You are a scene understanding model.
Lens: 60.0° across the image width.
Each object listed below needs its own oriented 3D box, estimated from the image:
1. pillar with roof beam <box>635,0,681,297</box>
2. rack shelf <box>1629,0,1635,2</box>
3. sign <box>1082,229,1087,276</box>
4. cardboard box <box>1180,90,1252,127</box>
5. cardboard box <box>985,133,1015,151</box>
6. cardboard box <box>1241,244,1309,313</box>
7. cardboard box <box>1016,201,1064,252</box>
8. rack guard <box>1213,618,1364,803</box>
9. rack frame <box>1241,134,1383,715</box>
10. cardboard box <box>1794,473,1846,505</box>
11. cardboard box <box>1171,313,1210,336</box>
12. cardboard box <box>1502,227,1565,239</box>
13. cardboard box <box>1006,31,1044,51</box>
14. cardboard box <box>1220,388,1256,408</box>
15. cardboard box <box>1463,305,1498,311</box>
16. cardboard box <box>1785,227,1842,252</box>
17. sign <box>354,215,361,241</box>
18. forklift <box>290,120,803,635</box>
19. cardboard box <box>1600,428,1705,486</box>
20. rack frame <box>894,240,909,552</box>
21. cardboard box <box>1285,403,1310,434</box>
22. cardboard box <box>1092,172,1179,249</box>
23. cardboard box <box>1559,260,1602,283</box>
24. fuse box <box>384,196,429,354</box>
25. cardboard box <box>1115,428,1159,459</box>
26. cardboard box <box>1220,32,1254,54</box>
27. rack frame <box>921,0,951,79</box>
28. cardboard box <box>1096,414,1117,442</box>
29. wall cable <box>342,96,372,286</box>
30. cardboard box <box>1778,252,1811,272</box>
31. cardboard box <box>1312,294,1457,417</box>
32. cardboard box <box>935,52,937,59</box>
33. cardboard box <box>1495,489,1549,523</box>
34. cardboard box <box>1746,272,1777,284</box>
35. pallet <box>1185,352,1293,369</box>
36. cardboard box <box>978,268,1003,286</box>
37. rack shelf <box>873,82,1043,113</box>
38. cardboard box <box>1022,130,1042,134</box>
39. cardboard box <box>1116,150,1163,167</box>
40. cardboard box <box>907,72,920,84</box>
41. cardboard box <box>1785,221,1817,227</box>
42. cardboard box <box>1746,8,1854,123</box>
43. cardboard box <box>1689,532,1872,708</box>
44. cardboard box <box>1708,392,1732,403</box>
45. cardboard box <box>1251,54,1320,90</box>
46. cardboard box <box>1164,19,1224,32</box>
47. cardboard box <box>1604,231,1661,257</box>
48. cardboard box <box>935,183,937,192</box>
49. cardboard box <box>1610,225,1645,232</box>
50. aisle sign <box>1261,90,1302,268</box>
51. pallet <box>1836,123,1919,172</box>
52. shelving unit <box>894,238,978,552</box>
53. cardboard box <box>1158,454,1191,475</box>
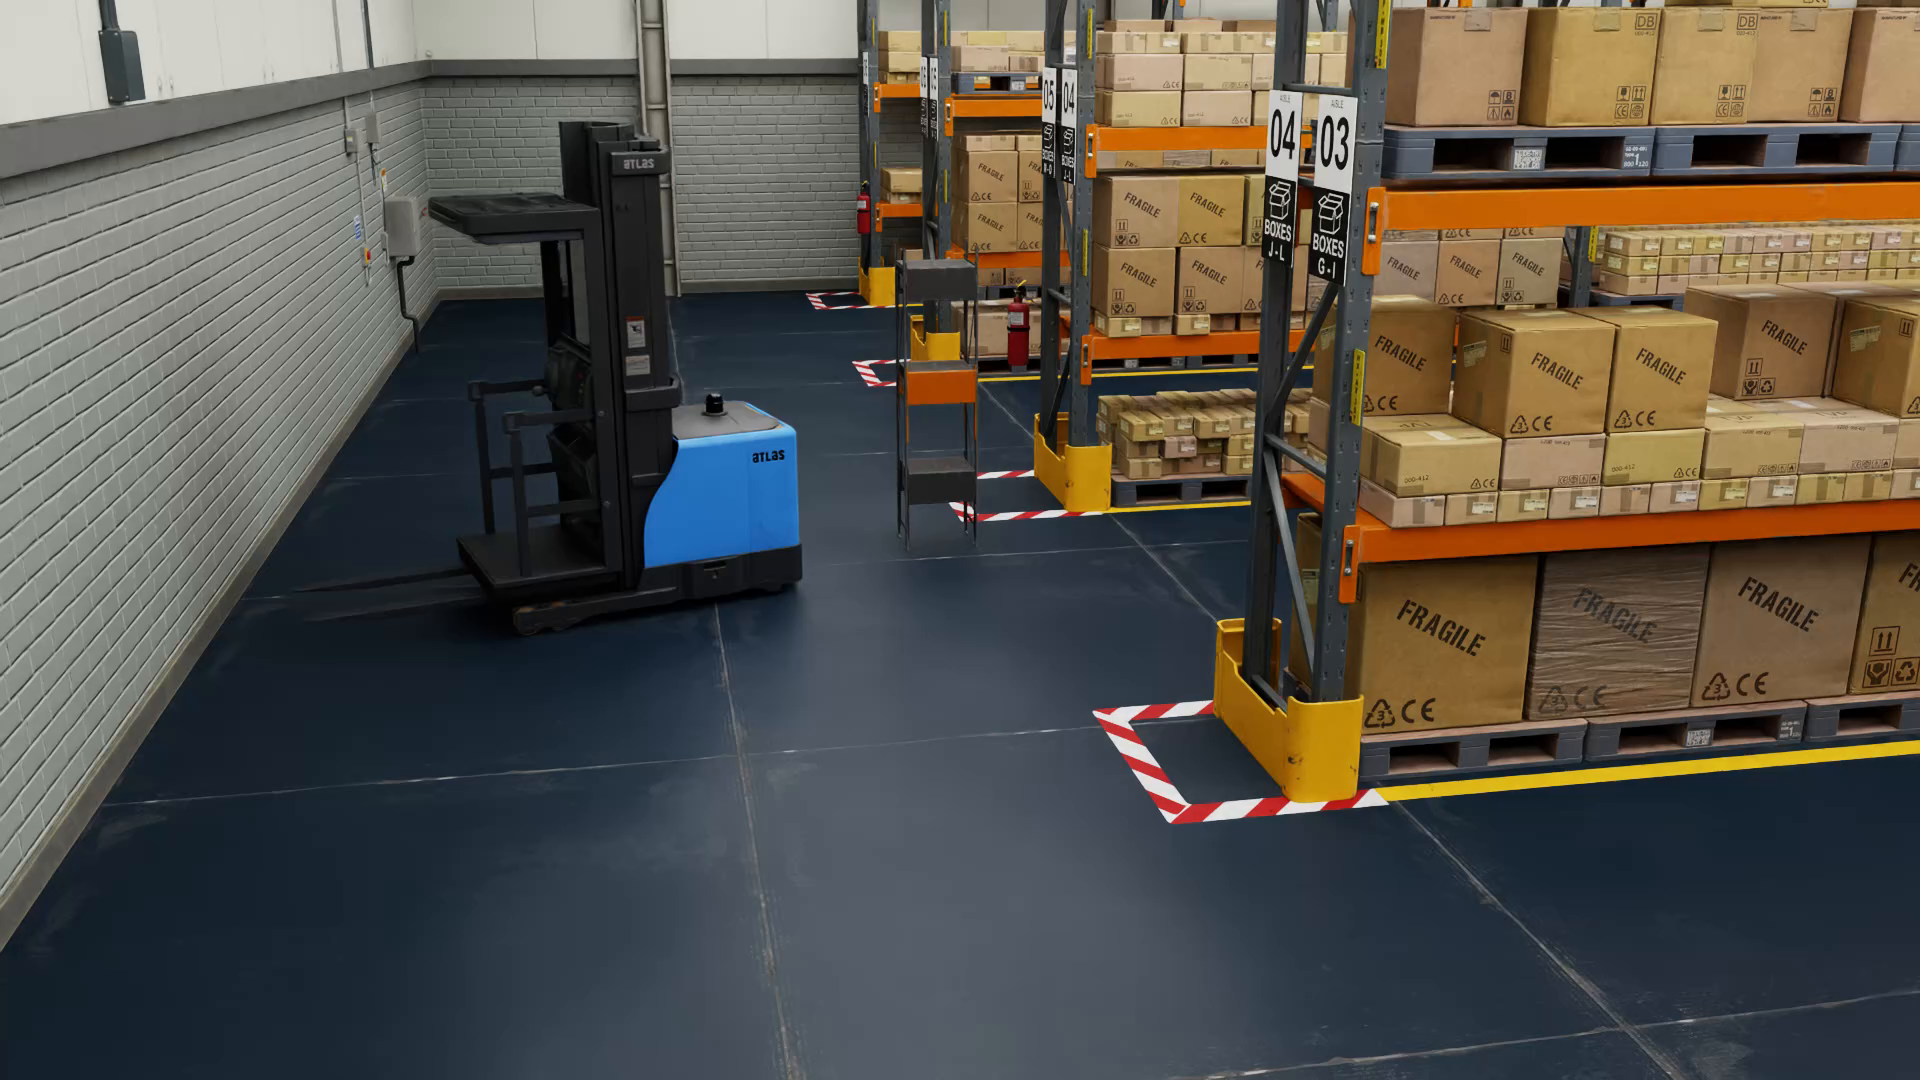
[{"bbox_3d":[-3.191,-6.400,17.321,0.400,9.000,9.100,-3,17,-10],"label":"pillar with roof beam"},{"bbox_3d":[5.647,-5.900,17.599,4.000,0.370,1.077,-3,17,-10],"label":"rack shelf"},{"bbox_3d":[0.897,-2.069,11.964,0.005,0.325,0.100,-3,17,-10],"label":"sign"},{"bbox_3d":[1.801,-3.153,12.115,0.500,0.250,0.500,-3,17,-9],"label":"cardboard box"},{"bbox_3d":[0.401,-4.044,16.890,0.250,0.149,0.380,-3,17,-9],"label":"cardboard box"},{"bbox_3d":[2.291,-2.007,12.562,0.500,0.500,0.500,-3,17,-10],"label":"cardboard box"},{"bbox_3d":[0.773,-3.261,17.149,0.500,0.500,0.500,-3,17,-11],"label":"cardboard box"},{"bbox_3d":[1.612,0.820,8.289,0.348,0.500,1.175,-3,17,-10],"label":"rack guard"},{"bbox_3d":[1.636,-0.376,7.927,0.127,3.000,1.000,-3,17,-10],"label":"rack frame"},{"bbox_3d":[4.064,-0.295,8.093,0.250,0.149,0.380,-4,17,-11],"label":"cardboard box"},{"bbox_3d":[1.691,-1.640,12.472,0.250,0.149,0.380,-4,17,-12],"label":"cardboard box"},{"bbox_3d":[4.311,-2.598,12.781,0.500,0.500,0.500,-4,17,-12],"label":"cardboard box"},{"bbox_3d":[0.786,-6.445,21.476,0.500,0.250,0.500,-3,17,-9],"label":"cardboard box"},{"bbox_3d":[2.273,-1.112,13.450,0.250,0.149,0.380,-3,17,-8],"label":"cardboard box"},{"bbox_3d":[3.980,-1.787,12.950,0.250,0.149,0.380,-3,17,-8],"label":"cardboard box"},{"bbox_3d":[6.729,-2.377,13.141,0.250,0.149,0.380,-3,17,-9],"label":"cardboard box"},{"bbox_3d":[-5.827,-3.024,16.087,0.001,0.218,0.327,-3,17,-10],"label":"sign"},{"bbox_3d":[-2.569,-1.008,10.101,3.031,2.935,1.130,-9,19,-26],"label":"forklift"},{"bbox_3d":[3.162,-0.453,7.927,0.500,0.250,0.500,-4,17,-12],"label":"cardboard box"},{"bbox_3d":[-0.402,-0.981,11.429,0.015,2.100,0.400,-3,17,-10],"label":"rack frame"},{"bbox_3d":[2.662,-0.944,12.903,0.250,0.149,0.380,-3,17,-10],"label":"cardboard box"},{"bbox_3d":[1.285,-2.428,12.227,0.500,0.500,0.500,-3,17,-11],"label":"cardboard box"},{"bbox_3d":[5.074,-2.194,13.559,0.250,0.149,0.380,-4,17,-12],"label":"cardboard box"},{"bbox_3d":[-6.031,-2.910,18.370,0.414,1.711,0.539,-3,17,-10],"label":"fuse box"},{"bbox_3d":[1.357,-0.747,12.767,0.250,0.149,0.380,-3,17,-8],"label":"cardboard box"},{"bbox_3d":[1.928,-3.572,11.948,0.250,0.149,0.380,-3,17,-10],"label":"cardboard box"},{"bbox_3d":[-0.244,-6.100,16.347,0.127,3.000,1.000,-3,17,-10],"label":"rack frame"},{"bbox_3d":[1.258,-0.903,13.277,0.250,0.149,0.380,-4,17,-12],"label":"cardboard box"},{"bbox_3d":[-5.776,-3.412,16.029,0.123,1.953,0.585,-3,17,-10],"label":"wall cable"},{"bbox_3d":[6.483,-2.221,13.139,0.250,0.149,0.380,-4,17,-11],"label":"cardboard box"},{"bbox_3d":[2.064,-0.908,8.130,0.500,0.500,0.500,-3,17,-10],"label":"cardboard box"},{"bbox_3d":[-0.207,-6.148,21.359,0.500,0.250,0.500,-3,17,-9],"label":"cardboard box"},{"bbox_3d":[2.550,-0.209,7.813,0.250,0.149,0.380,-4,17,-12],"label":"cardboard box"},{"bbox_3d":[6.209,-2.062,13.129,0.250,0.149,0.380,-4,18,-13],"label":"cardboard box"},{"bbox_3d":[2.922,-2.103,18.298,1.213,0.211,1.003,-3,17,-10],"label":"pallet"},{"bbox_3d":[0.276,-3.712,22.332,0.500,0.500,0.700,-3,17,-8],"label":"cardboard box"},{"bbox_3d":[0.774,-5.865,21.914,4.000,0.370,1.077,-3,17,-10],"label":"rack shelf"},{"bbox_3d":[0.808,-4.208,17.426,0.250,0.149,0.380,-3,17,-9],"label":"cardboard box"},{"bbox_3d":[1.781,-3.793,17.178,0.500,0.500,0.500,-3,17,-10],"label":"cardboard box"},{"bbox_3d":[-0.580,-5.950,21.394,0.250,0.149,0.380,-3,17,-9],"label":"cardboard box"},{"bbox_3d":[6.868,-2.578,13.797,0.250,0.149,0.380,-3,17,-9],"label":"cardboard box"},{"bbox_3d":[3.737,-2.251,7.867,0.500,0.500,0.700,-2,17,-8],"label":"cardboard box"},{"bbox_3d":[4.016,0.280,8.694,0.875,0.875,0.875,-3,17,-10],"label":"cardboard box"},{"bbox_3d":[3.570,-0.637,8.524,0.500,0.250,0.500,-3,17,-10],"label":"cardboard box"},{"bbox_3d":[2.285,-3.416,12.120,0.500,0.250,0.500,-3,17,-10],"label":"cardboard box"},{"bbox_3d":[2.365,-5.103,17.146,0.637,0.503,0.797,-2,17,-6],"label":"cardboard box"},{"bbox_3d":[5.196,-2.288,12.853,0.250,0.149,0.380,-2,17,-8],"label":"cardboard box"},{"bbox_3d":[-0.198,-4.710,21.785,0.500,0.250,0.500,-3,17,-10],"label":"cardboard box"},{"bbox_3d":[5.342,-2.493,13.519,0.250,0.149,0.380,-4,17,-12],"label":"cardboard box"},{"bbox_3d":[1.508,-1.701,7.813,0.004,0.787,0.394,-3,17,-10],"label":"aisle sign"},{"bbox_3d":[4.758,-1.948,8.086,1.213,0.211,1.003,-3,17,-10],"label":"pallet"},{"bbox_3d":[-0.163,-0.995,11.473,0.503,2.100,0.431,-3,17,-10],"label":"shelving unit"},{"bbox_3d":[1.611,-0.624,12.876,0.250,0.149,0.380,-3,17,-11],"label":"cardboard box"}]
